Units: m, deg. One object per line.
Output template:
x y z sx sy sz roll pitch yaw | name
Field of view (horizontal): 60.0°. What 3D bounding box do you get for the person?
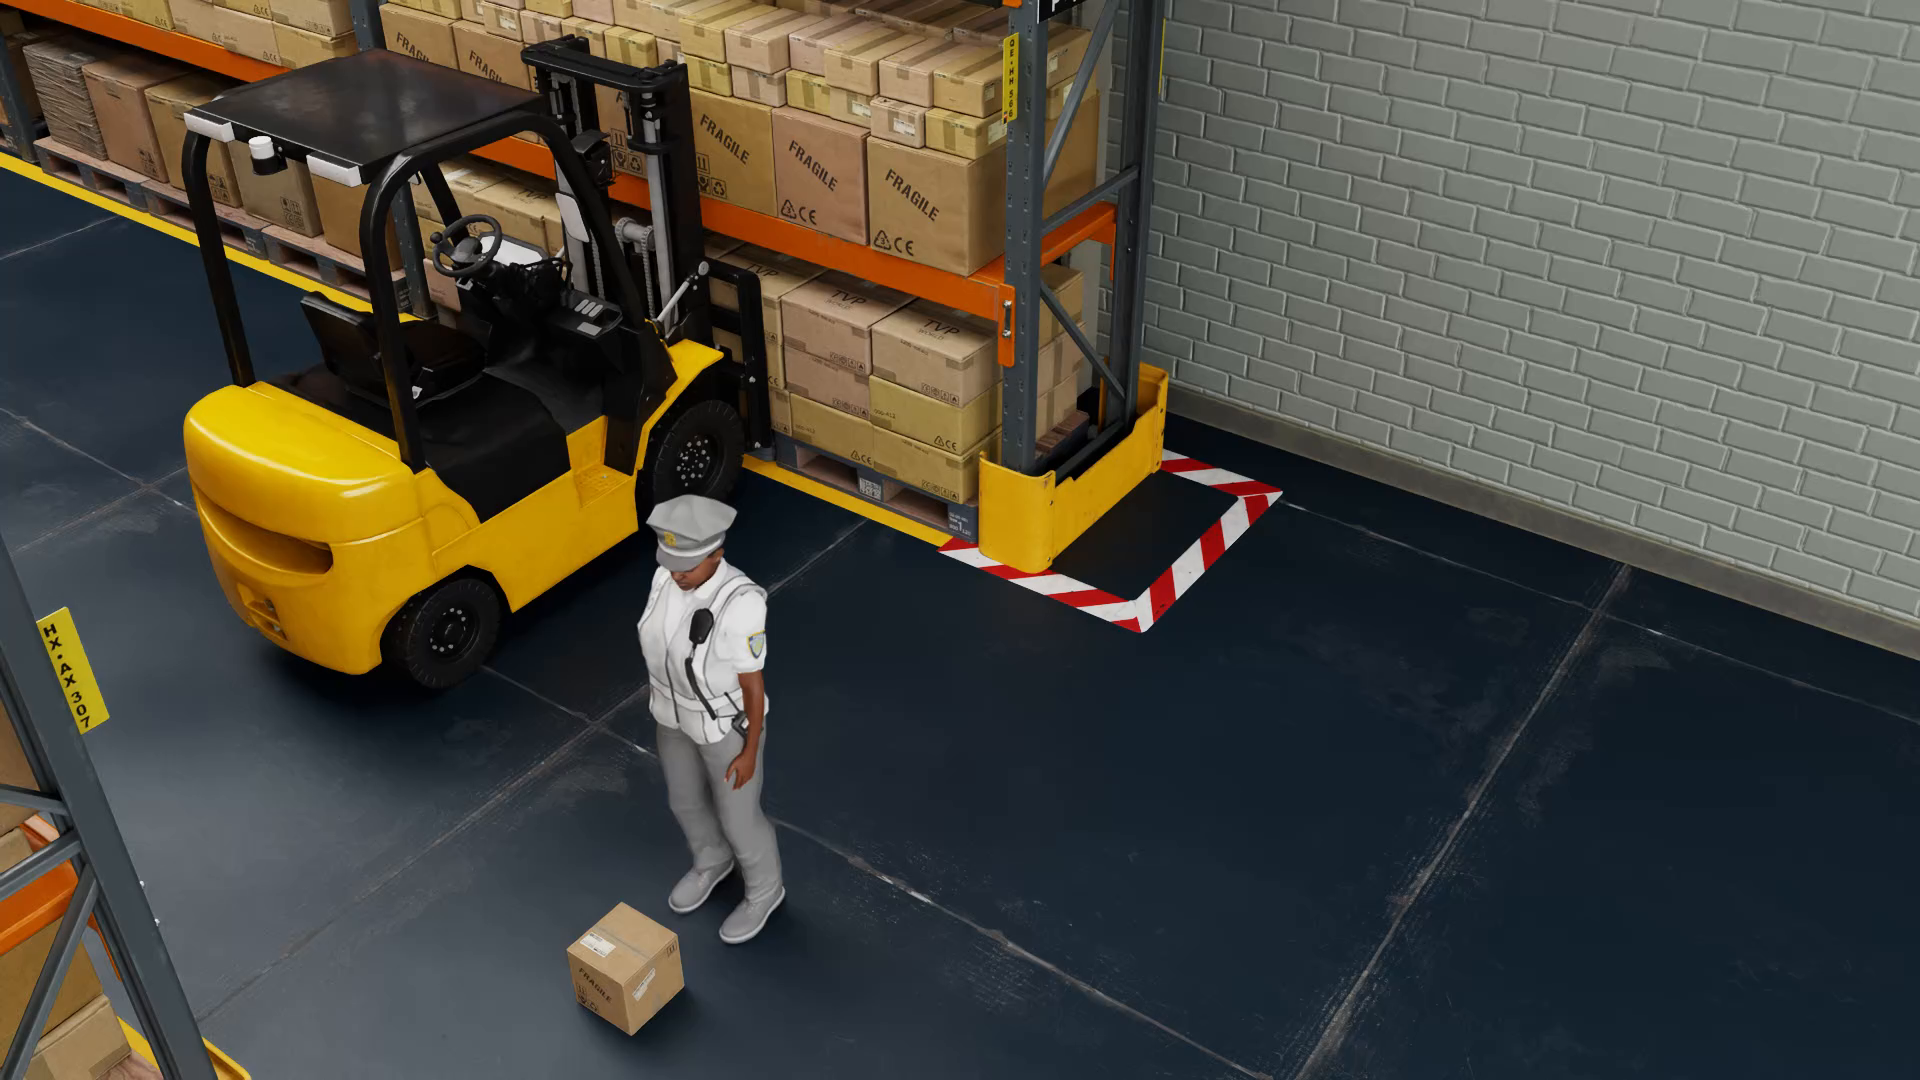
-0.789 0.590 5.304 0.438 1.659 0.341 23 41 29 | person
